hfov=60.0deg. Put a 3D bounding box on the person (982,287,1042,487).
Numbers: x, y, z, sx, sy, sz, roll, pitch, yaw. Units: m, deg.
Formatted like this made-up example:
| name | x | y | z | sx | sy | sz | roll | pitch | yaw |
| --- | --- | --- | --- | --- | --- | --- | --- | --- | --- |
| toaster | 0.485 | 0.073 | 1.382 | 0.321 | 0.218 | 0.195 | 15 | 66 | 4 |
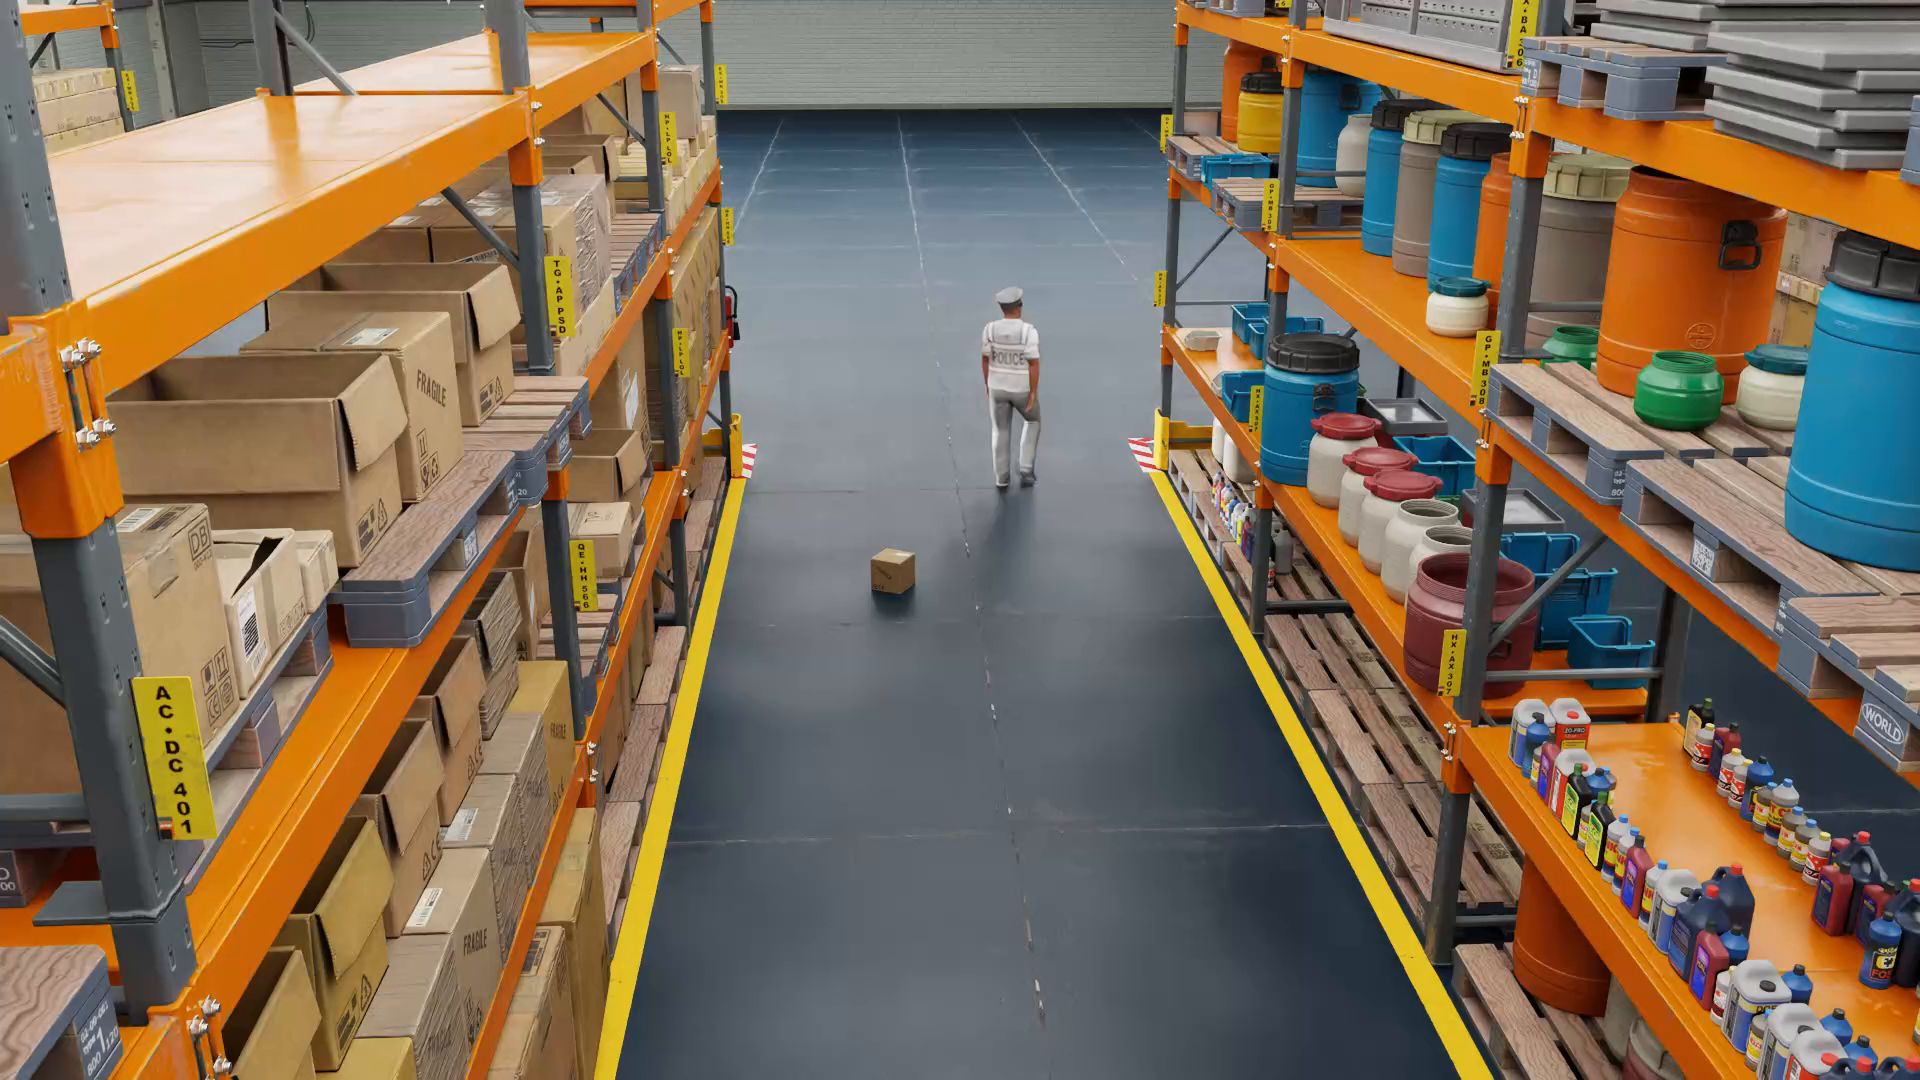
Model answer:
| name | x | y | z | sx | sy | sz | roll | pitch | yaw |
| --- | --- | --- | --- | --- | --- | --- | --- | --- | --- |
| person | 0.461 | -1.322 | 14.662 | 0.536 | 1.840 | 0.493 | 5 | 21 | 13 |
